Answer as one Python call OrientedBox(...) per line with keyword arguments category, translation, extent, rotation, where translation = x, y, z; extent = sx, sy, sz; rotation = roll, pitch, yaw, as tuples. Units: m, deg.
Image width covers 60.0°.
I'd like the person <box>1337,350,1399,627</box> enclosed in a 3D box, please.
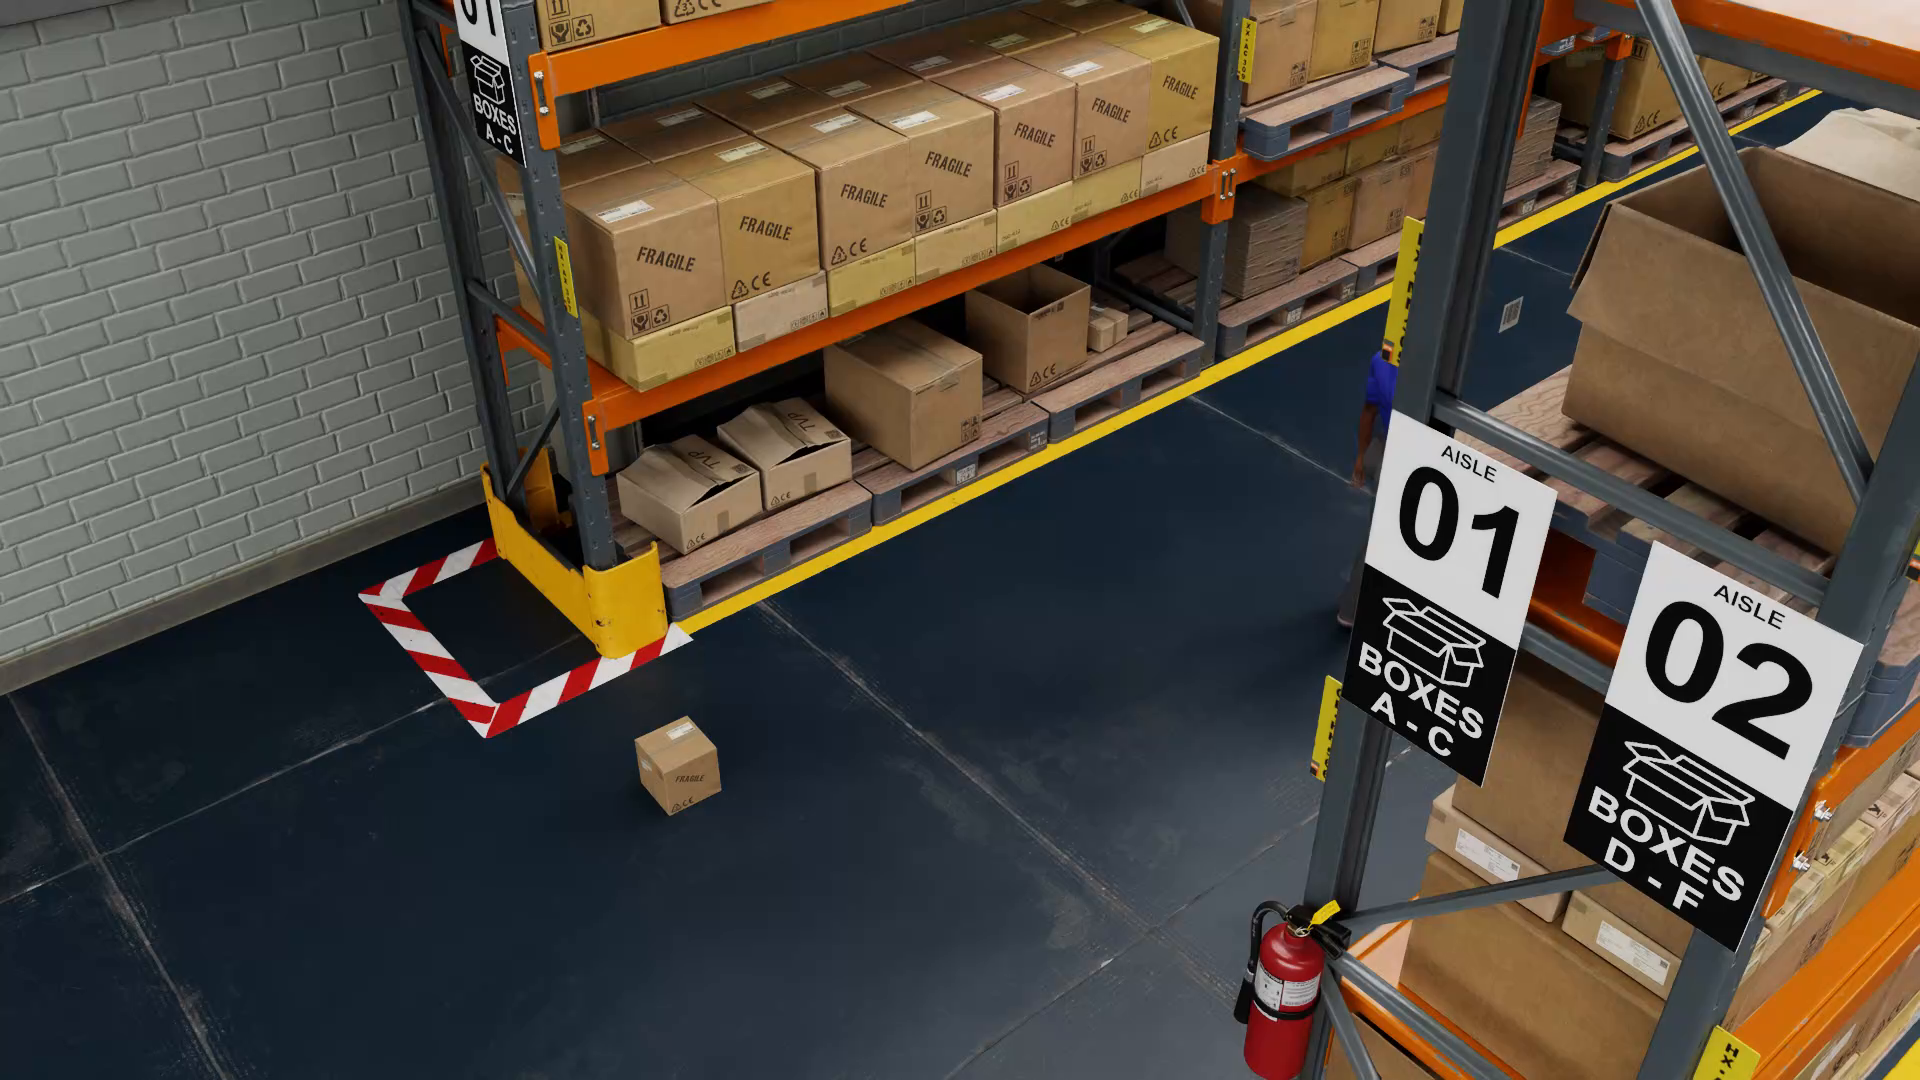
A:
OrientedBox(category="person", translation=(2.009, -0.290, 7.481), extent=(0.470, 1.699, 0.445), rotation=(-8, 37, -11))
